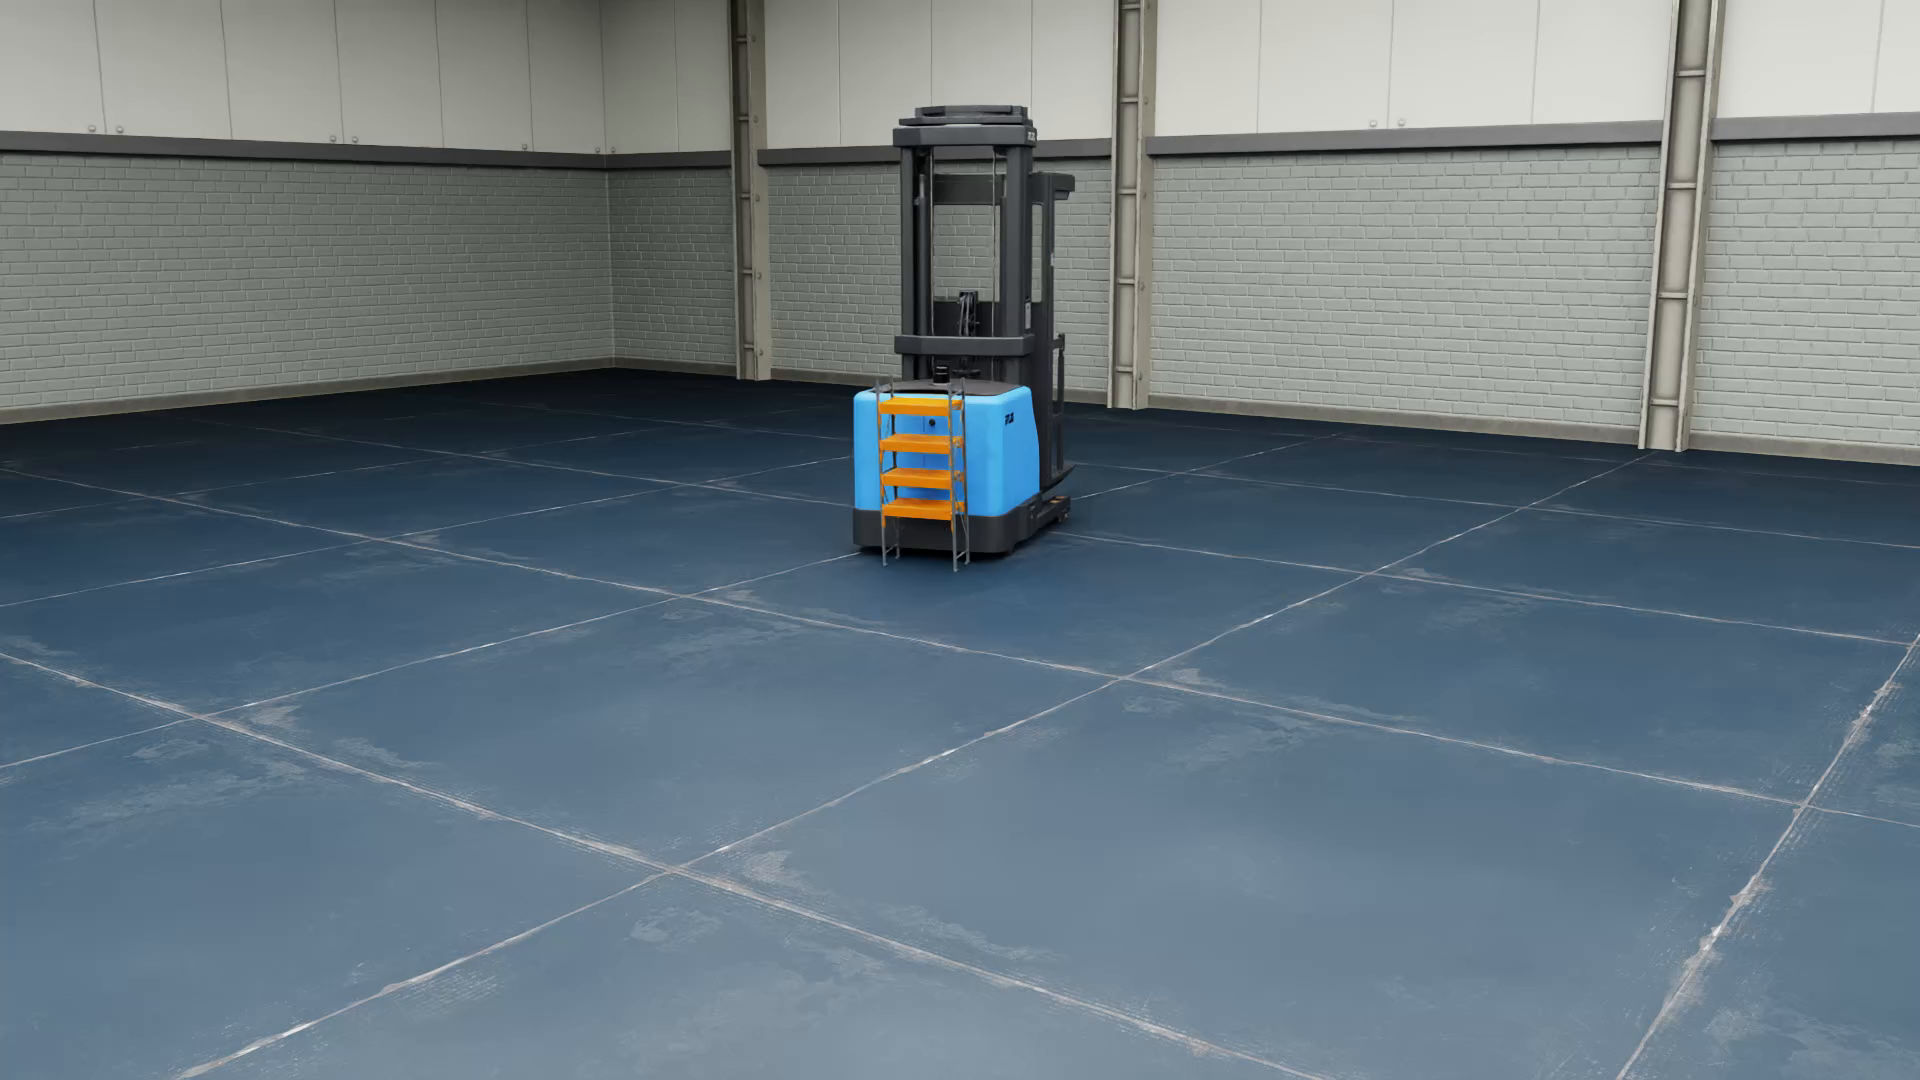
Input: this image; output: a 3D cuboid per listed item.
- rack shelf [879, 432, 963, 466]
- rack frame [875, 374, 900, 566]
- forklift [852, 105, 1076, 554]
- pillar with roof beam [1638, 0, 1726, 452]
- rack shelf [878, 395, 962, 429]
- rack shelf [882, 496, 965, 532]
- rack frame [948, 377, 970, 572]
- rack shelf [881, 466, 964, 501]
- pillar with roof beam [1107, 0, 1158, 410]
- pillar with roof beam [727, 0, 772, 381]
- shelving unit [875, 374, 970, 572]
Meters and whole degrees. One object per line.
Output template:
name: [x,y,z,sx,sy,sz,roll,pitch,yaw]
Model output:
rack shelf: [-0.237,-0.577,10.481,0.480,0.148,0.258,4,16,21]
rack frame: [-0.460,-0.442,10.610,0.015,1.200,0.240,4,16,21]
forklift: [0.193,-1.584,12.003,1.130,2.935,3.031,3,11,16]
pillar with roof beam: [4.269,-4.647,11.858,0.400,9.000,9.100,8,13,36]
rack shelf: [-0.244,-0.805,10.420,0.480,0.148,0.258,4,16,21]
rack shelf: [-0.225,-0.169,10.590,0.480,0.148,0.258,4,16,21]
rack frame: [-0.006,-0.409,10.434,0.015,1.200,0.240,4,16,21]
rack shelf: [-0.231,-0.361,10.539,0.480,0.148,0.258,4,16,21]
pillar with roof beam: [-0.567,-5.322,15.345,0.400,9.000,9.100,8,13,36]
pillar with roof beam: [-5.403,-5.996,18.832,0.400,9.000,9.100,8,13,36]
shelving unit: [-0.233,-0.425,10.522,0.503,1.200,0.258,4,16,21]
